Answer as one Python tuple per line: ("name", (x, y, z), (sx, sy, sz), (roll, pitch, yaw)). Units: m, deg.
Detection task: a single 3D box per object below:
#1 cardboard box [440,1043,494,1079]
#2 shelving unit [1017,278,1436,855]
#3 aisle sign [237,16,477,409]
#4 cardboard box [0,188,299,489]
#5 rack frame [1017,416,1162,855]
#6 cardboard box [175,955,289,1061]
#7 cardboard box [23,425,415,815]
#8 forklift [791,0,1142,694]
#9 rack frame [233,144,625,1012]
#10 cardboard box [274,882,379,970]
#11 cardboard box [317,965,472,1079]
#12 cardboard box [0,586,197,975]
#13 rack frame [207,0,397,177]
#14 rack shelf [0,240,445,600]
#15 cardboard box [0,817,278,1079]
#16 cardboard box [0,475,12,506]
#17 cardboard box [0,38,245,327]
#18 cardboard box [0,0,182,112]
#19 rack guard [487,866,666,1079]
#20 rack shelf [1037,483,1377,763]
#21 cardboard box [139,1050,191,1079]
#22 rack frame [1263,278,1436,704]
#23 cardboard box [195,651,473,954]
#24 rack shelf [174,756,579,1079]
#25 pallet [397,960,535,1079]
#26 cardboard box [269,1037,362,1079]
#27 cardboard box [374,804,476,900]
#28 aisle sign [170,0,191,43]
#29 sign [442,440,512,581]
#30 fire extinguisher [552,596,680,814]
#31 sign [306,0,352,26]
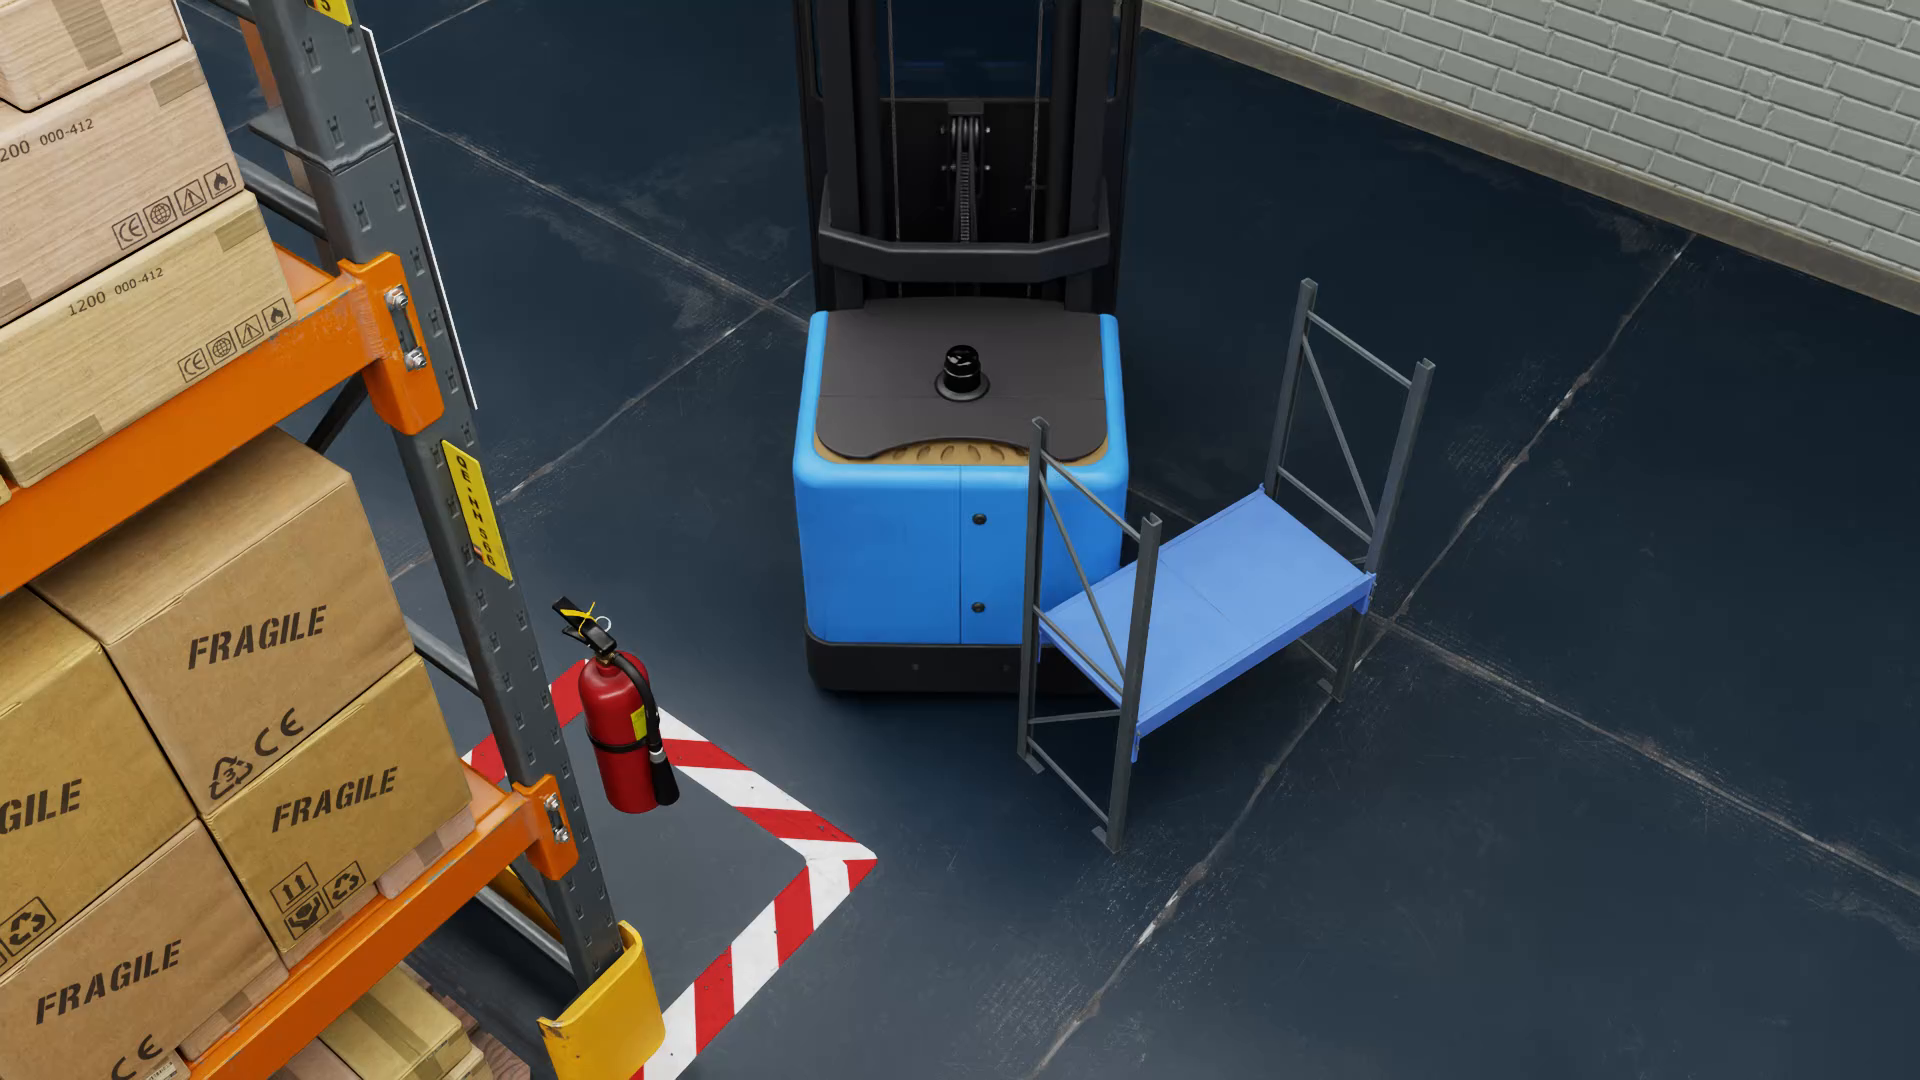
("cardboard box", (-1.453, 1.364, 4.348), (0.380, 0.149, 0.250), (28, 52, 24))
("shelving unit", (0.760, 0.113, 5.105), (1.048, 1.500, 0.538), (-28, 53, -24))
("aisle sign", (-1.074, -0.608, 2.958), (0.394, 0.787, 0.004), (29, 53, 25))
("cardboard box", (-1.425, -0.408, 2.595), (0.500, 0.250, 0.500), (28, 52, 24))
("rack frame", (0.352, 0.333, 4.895), (0.032, 1.500, 0.500), (-28, 53, -24))
("cardboard box", (-1.655, 0.873, 3.515), (0.380, 0.149, 0.250), (29, 53, 25))
("cardboard box", (-1.440, 0.088, 3.125), (0.500, 0.500, 0.500), (28, 52, 24))
("forklift", (0.024, -1.540, 5.694), (1.130, 2.935, 3.031), (1, 46, 1))
("rack frame", (-1.357, 0.199, 3.985), (1.000, 3.000, 0.127), (29, 53, 25))
("cardboard box", (-1.514, 0.723, 3.658), (0.380, 0.149, 0.250), (29, 53, 25))
("cardboard box", (-1.480, 1.248, 4.253), (0.380, 0.149, 0.250), (30, 53, 25))
("cardboard box", (-1.749, 0.378, 2.848), (0.500, 0.500, 0.500), (27, 52, 24))
("rack frame", (-1.357, -1.873, 1.816), (1.000, 3.000, 0.127), (29, 53, 25))
("rack shelf", (-2.579, 0.556, 2.068), (1.077, 0.370, 4.000), (29, 53, 25))
("cardboard box", (-1.747, 0.725, 3.208), (0.500, 0.500, 0.500), (28, 53, 24))
("cardboard box", (-1.732, -0.113, 2.313), (0.500, 0.250, 0.500), (29, 53, 25))
("cardboard box", (-1.437, -0.582, 2.415), (0.500, 0.250, 0.500), (28, 52, 24))
("cardboard box", (-1.327, -0.775, 2.324), (0.380, 0.149, 0.250), (29, 53, 25))
("rack guard", (-1.403, 1.106, 4.848), (1.175, 0.500, 0.348), (29, 53, 25))
("rack shelf", (0.760, 0.237, 5.235), (1.000, 0.185, 0.538), (-28, 53, -24))
("cardboard box", (-1.793, 1.030, 3.366), (0.380, 0.149, 0.250), (31, 54, 26))
("rack frame", (1.167, -0.107, 5.315), (0.032, 1.500, 0.500), (-28, 53, -24))
("cardboard box", (-1.428, 0.433, 3.487), (0.500, 0.500, 0.500), (30, 53, 26))
("rack shelf", (-2.579, 1.592, 3.152), (1.077, 0.370, 4.000), (29, 53, 25))
("pallet", (-1.928, 1.655, 4.523), (1.003, 0.211, 1.213), (29, 53, 25))
("cardboard box", (-1.679, 1.367, 4.140), (0.380, 0.149, 0.250), (30, 53, 26))
("cardboard box", (-1.332, 0.597, 3.779), (0.380, 0.149, 0.250), (29, 53, 25))
("aisle sign", (-1.549, -0.873, 3.212), (0.394, 0.787, 0.004), (29, 53, 25))
("sign", (-0.930, -0.053, 3.207), (0.100, 0.325, 0.005), (29, 53, 25))
("fire extinguisher", (-0.837, 0.415, 4.091), (0.296, 0.674, 0.183), (29, 53, 25))
("sign", (-0.930, -0.886, 2.335), (0.100, 0.325, 0.005), (29, 53, 25))
